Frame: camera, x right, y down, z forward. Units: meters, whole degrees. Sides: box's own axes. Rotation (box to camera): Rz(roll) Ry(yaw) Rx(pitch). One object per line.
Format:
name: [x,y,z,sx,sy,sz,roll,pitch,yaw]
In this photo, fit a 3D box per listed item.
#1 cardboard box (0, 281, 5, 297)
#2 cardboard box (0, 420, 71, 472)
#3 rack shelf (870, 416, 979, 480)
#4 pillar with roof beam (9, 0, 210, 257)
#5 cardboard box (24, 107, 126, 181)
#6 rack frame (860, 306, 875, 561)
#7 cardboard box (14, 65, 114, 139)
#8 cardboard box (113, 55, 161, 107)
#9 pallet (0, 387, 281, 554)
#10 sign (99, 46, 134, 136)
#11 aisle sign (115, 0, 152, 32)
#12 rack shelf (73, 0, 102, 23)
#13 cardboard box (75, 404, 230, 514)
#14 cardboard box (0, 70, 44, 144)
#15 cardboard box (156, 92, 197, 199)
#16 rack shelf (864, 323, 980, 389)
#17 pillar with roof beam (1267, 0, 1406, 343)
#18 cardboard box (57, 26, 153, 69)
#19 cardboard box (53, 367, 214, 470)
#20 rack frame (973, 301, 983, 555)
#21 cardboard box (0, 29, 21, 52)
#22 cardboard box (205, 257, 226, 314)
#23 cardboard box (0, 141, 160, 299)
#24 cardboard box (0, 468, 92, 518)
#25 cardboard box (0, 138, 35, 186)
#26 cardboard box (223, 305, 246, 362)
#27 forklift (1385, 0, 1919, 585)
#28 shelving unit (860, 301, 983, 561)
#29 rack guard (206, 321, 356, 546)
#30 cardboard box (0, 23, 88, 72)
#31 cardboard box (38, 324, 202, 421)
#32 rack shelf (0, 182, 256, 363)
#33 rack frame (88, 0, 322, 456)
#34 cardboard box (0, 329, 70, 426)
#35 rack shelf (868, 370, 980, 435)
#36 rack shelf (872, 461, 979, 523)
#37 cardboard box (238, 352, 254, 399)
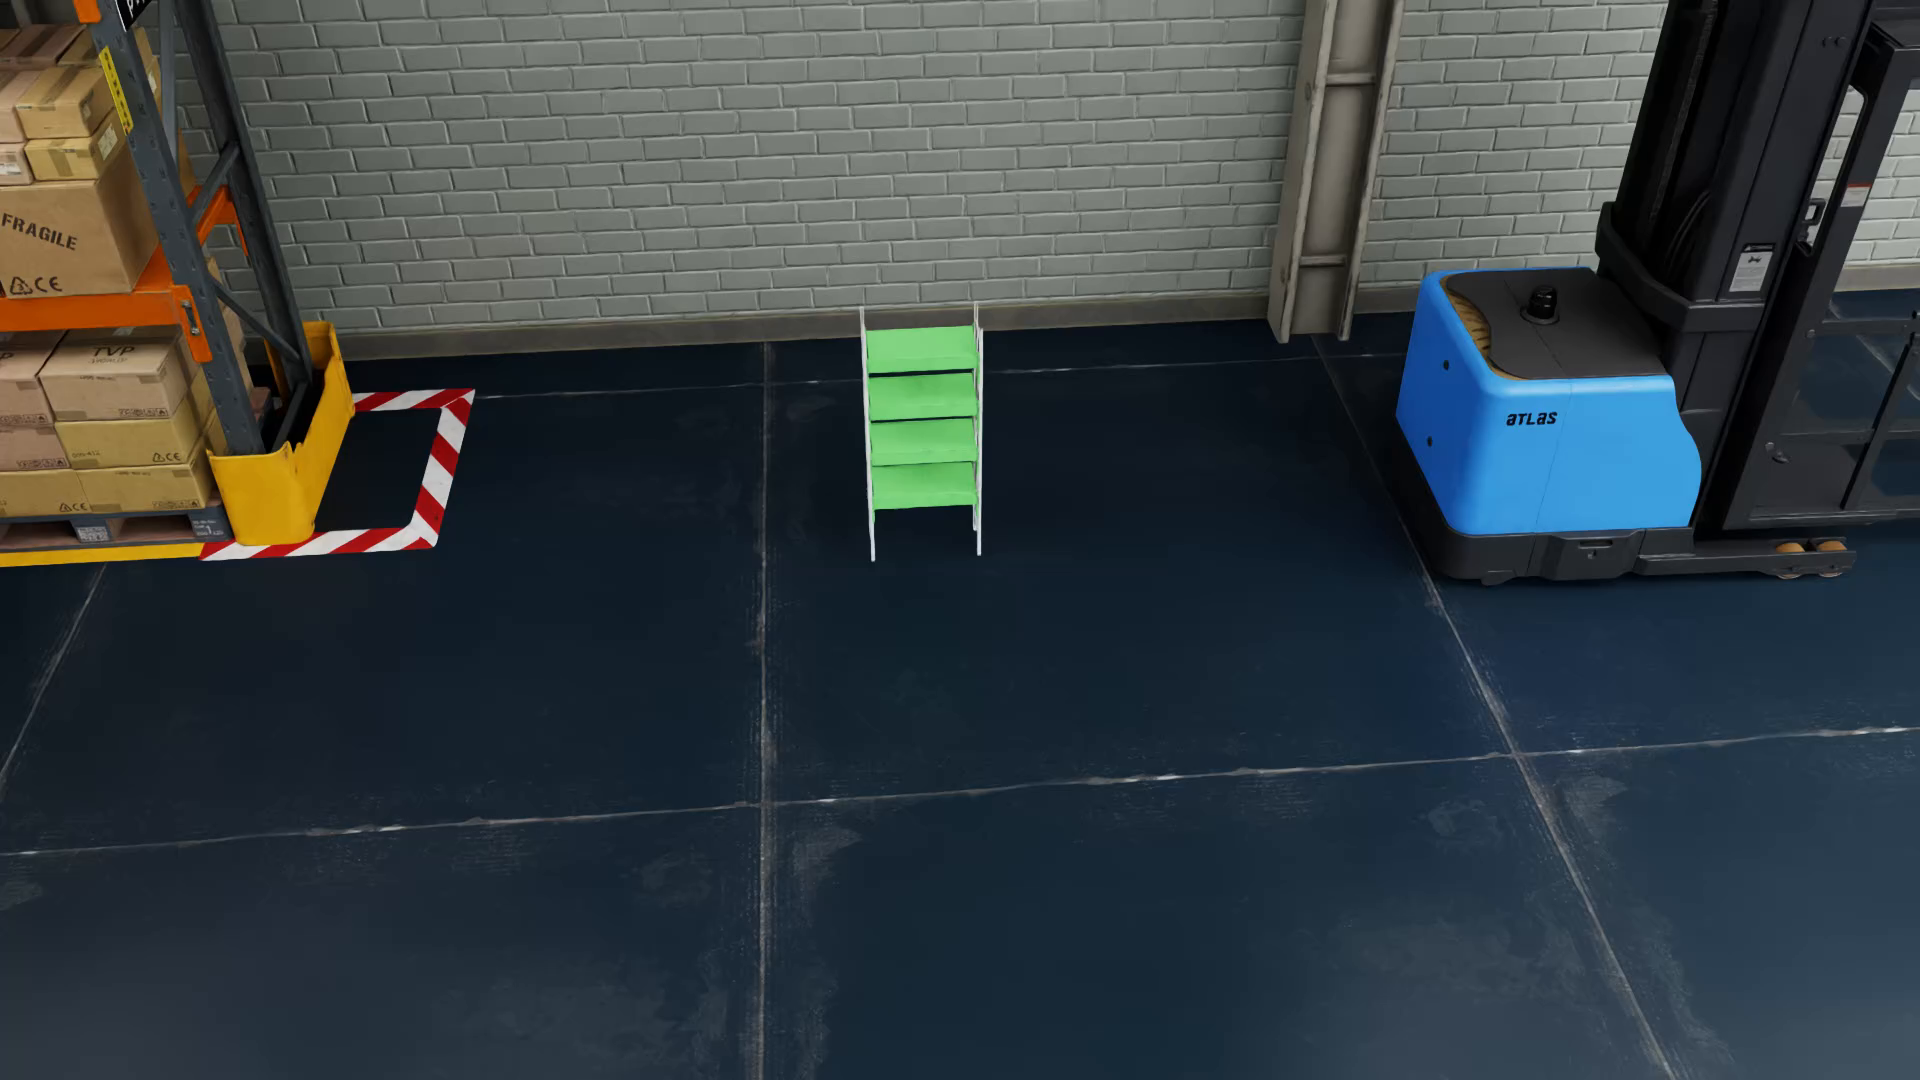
cardboard box: [-4.258,-1.341,6.948,0.500,0.500,0.500,-2,38,-3]
cardboard box: [-4.231,-0.555,7.509,0.500,0.250,0.500,-3,38,-4]
rack shelf: [-0.165,-0.412,7.406,0.480,0.148,0.258,-3,38,-4]
pillar with roof beam: [-3.666,-1.731,2.679,0.400,9.000,9.100,-3,38,-4]
cardboard box: [-3.594,-1.616,6.772,0.250,0.149,0.380,-3,38,-3]
rack frame: [-0.408,-0.449,7.350,0.015,1.200,0.240,-3,38,-4]
cardboard box: [-3.612,-1.775,6.733,0.250,0.149,0.380,-3,38,-4]
cardboard box: [-3.634,-1.949,7.194,0.250,0.149,0.380,-4,38,-5]
pallet: [-4.032,-0.351,8.025,1.213,0.211,1.003,-3,38,-4]
sign: [-3.239,-1.726,6.390,0.005,0.325,0.100,-3,38,-4]
aisle sign: [-3.182,-2.357,6.217,0.004,0.787,0.394,-3,38,-4]
rack shelf: [-5.266,-2.299,6.402,4.000,0.370,1.077,-3,38,-4]
cardboard box: [-3.714,-0.378,7.689,0.500,0.250,0.500,-3,38,-4]
cardboard box: [-3.855,-1.742,6.692,0.250,0.149,0.380,-3,38,-4]
cardboard box: [-3.792,-1.697,7.399,0.500,0.500,0.500,-2,38,-3]
rack shelf: [-0.165,-0.789,7.109,0.480,0.148,0.258,-3,38,-4]
pillar with roof beam: [2.311,-2.060,3.096,0.400,9.000,9.100,-3,38,-4]
cardboard box: [-3.627,-2.038,7.067,0.250,0.149,0.380,-4,38,-5]
cardboard box: [-3.731,-0.576,7.535,0.500,0.250,0.500,-4,38,-5]
rack frame: [0.078,-0.475,7.384,0.015,1.200,0.240,-3,38,-4]
cardboard box: [-4.152,-2.021,7.045,0.250,0.149,0.380,-2,38,-3]
cardboard box: [-3.769,-1.082,7.773,0.500,0.250,0.500,-4,38,-5]
cardboard box: [-3.740,-1.364,6.976,0.500,0.500,0.500,-4,38,-5]
cardboard box: [-4.210,-0.357,7.662,0.500,0.250,0.500,-3,38,-4]
cardboard box: [-3.846,-1.583,6.731,0.250,0.149,0.380,-3,38,-3]
cardboard box: [-3.760,-0.898,7.943,0.500,0.250,0.500,-2,38,-3]
forklift: [3.622,-1.301,7.033,3.031,2.935,1.130,-2,38,-3]
shelving unit: [-0.165,-0.462,7.367,0.503,1.200,0.258,-3,38,-4]
rack guard: [-3.250,-0.534,8.023,0.348,0.500,1.175,-3,38,-4]
cardboard box: [-3.897,-2.062,7.097,0.250,0.149,0.380,-2,38,-2]
cardboard box: [-3.705,-0.774,7.383,0.500,0.250,0.500,-2,38,-2]
rack shelf: [-5.266,-1.122,7.331,4.000,0.370,1.077,-3,38,-4]
rack frame: [-3.274,-1.514,7.247,0.127,3.000,1.000,-3,38,-4]
cardboard box: [-4.213,-0.742,7.343,0.500,0.250,0.500,-2,38,-3]
rack shelf: [-0.165,-0.600,7.258,0.480,0.148,0.258,-3,38,-4]
rack shelf: [-0.165,-0.223,7.555,0.480,0.148,0.258,-3,38,-4]
cardboard box: [-3.780,-0.693,8.087,0.500,0.250,0.500,-3,38,-4]
